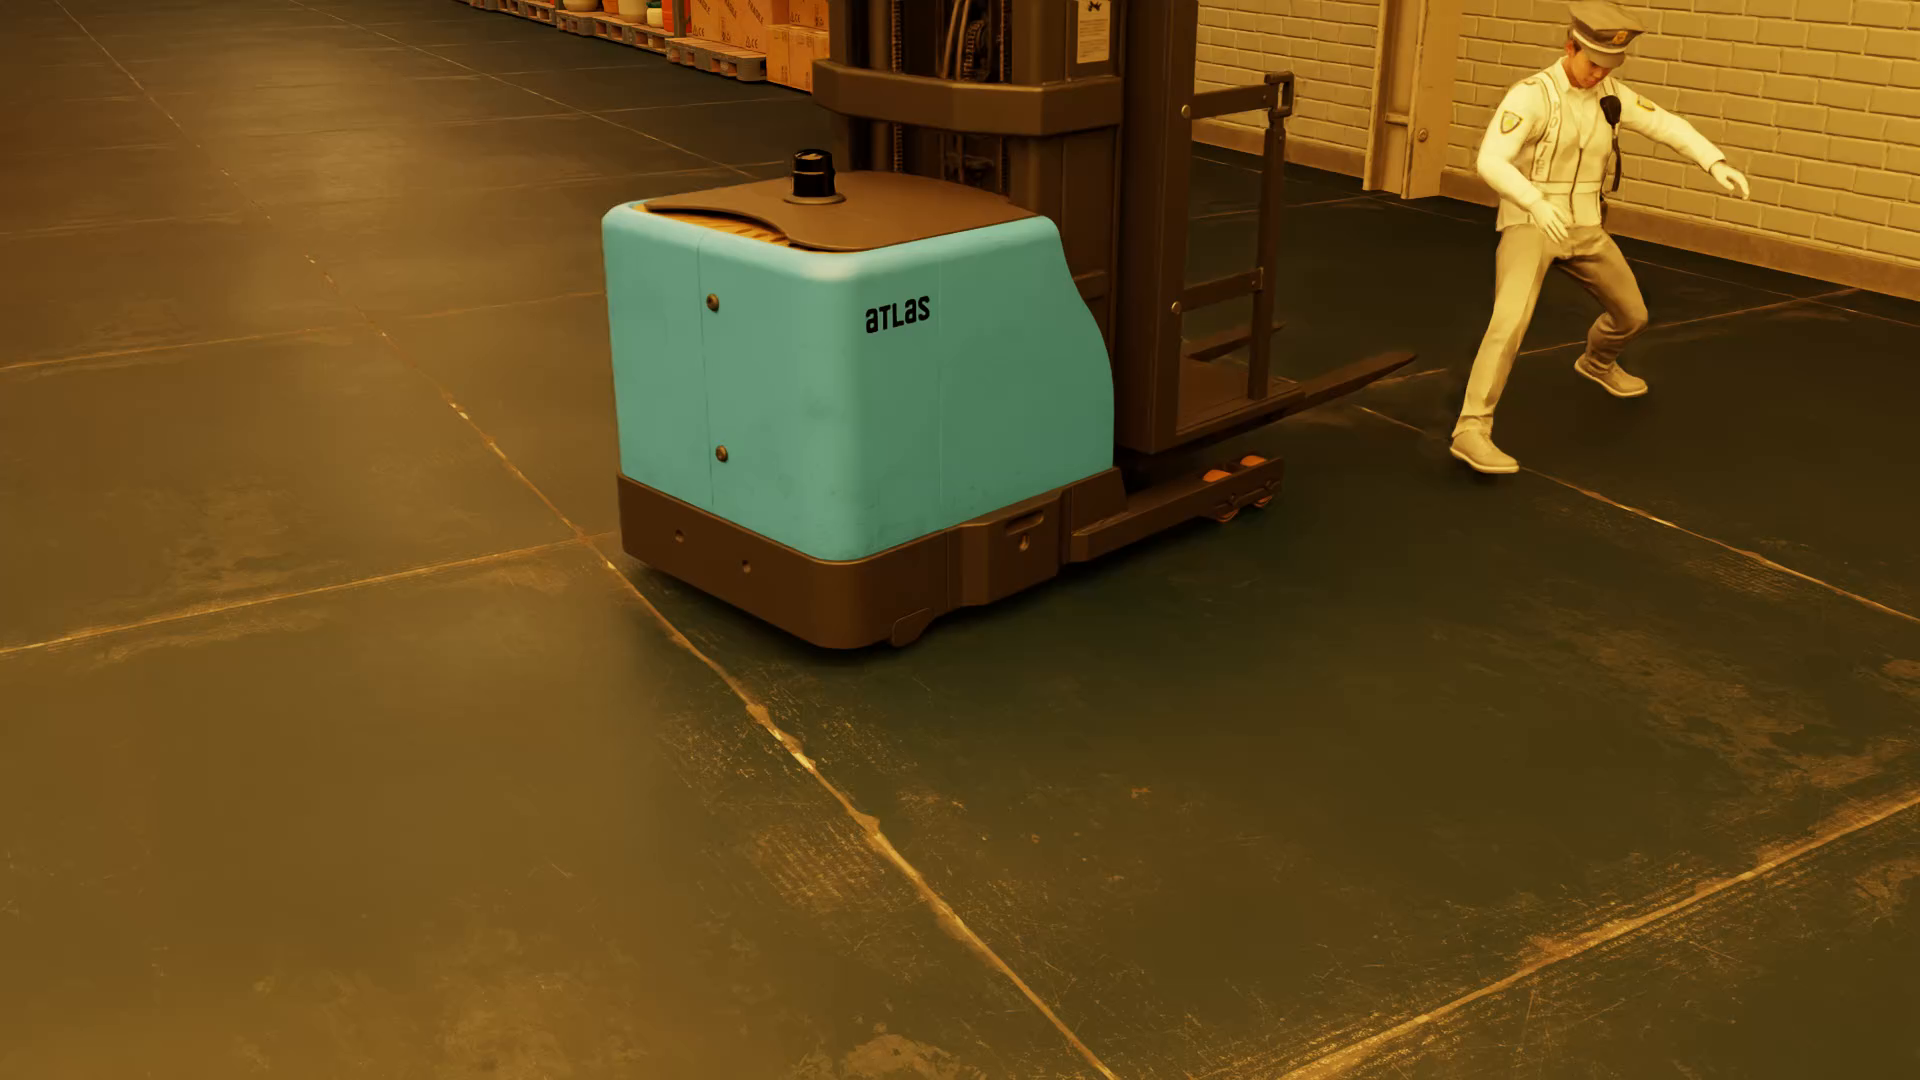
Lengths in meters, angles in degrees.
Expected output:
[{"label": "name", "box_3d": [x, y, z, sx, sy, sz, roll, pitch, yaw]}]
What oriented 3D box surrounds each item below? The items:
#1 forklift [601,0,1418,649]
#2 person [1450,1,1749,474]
[{"label": "forklift", "box_3d": [0.408, -1.536, 5.017, 3.031, 2.935, 1.130, -20, 30, -40]}, {"label": "person", "box_3d": [2.172, -1.081, 5.756, 1.163, 1.486, 0.912, -7, 23, -16]}]
